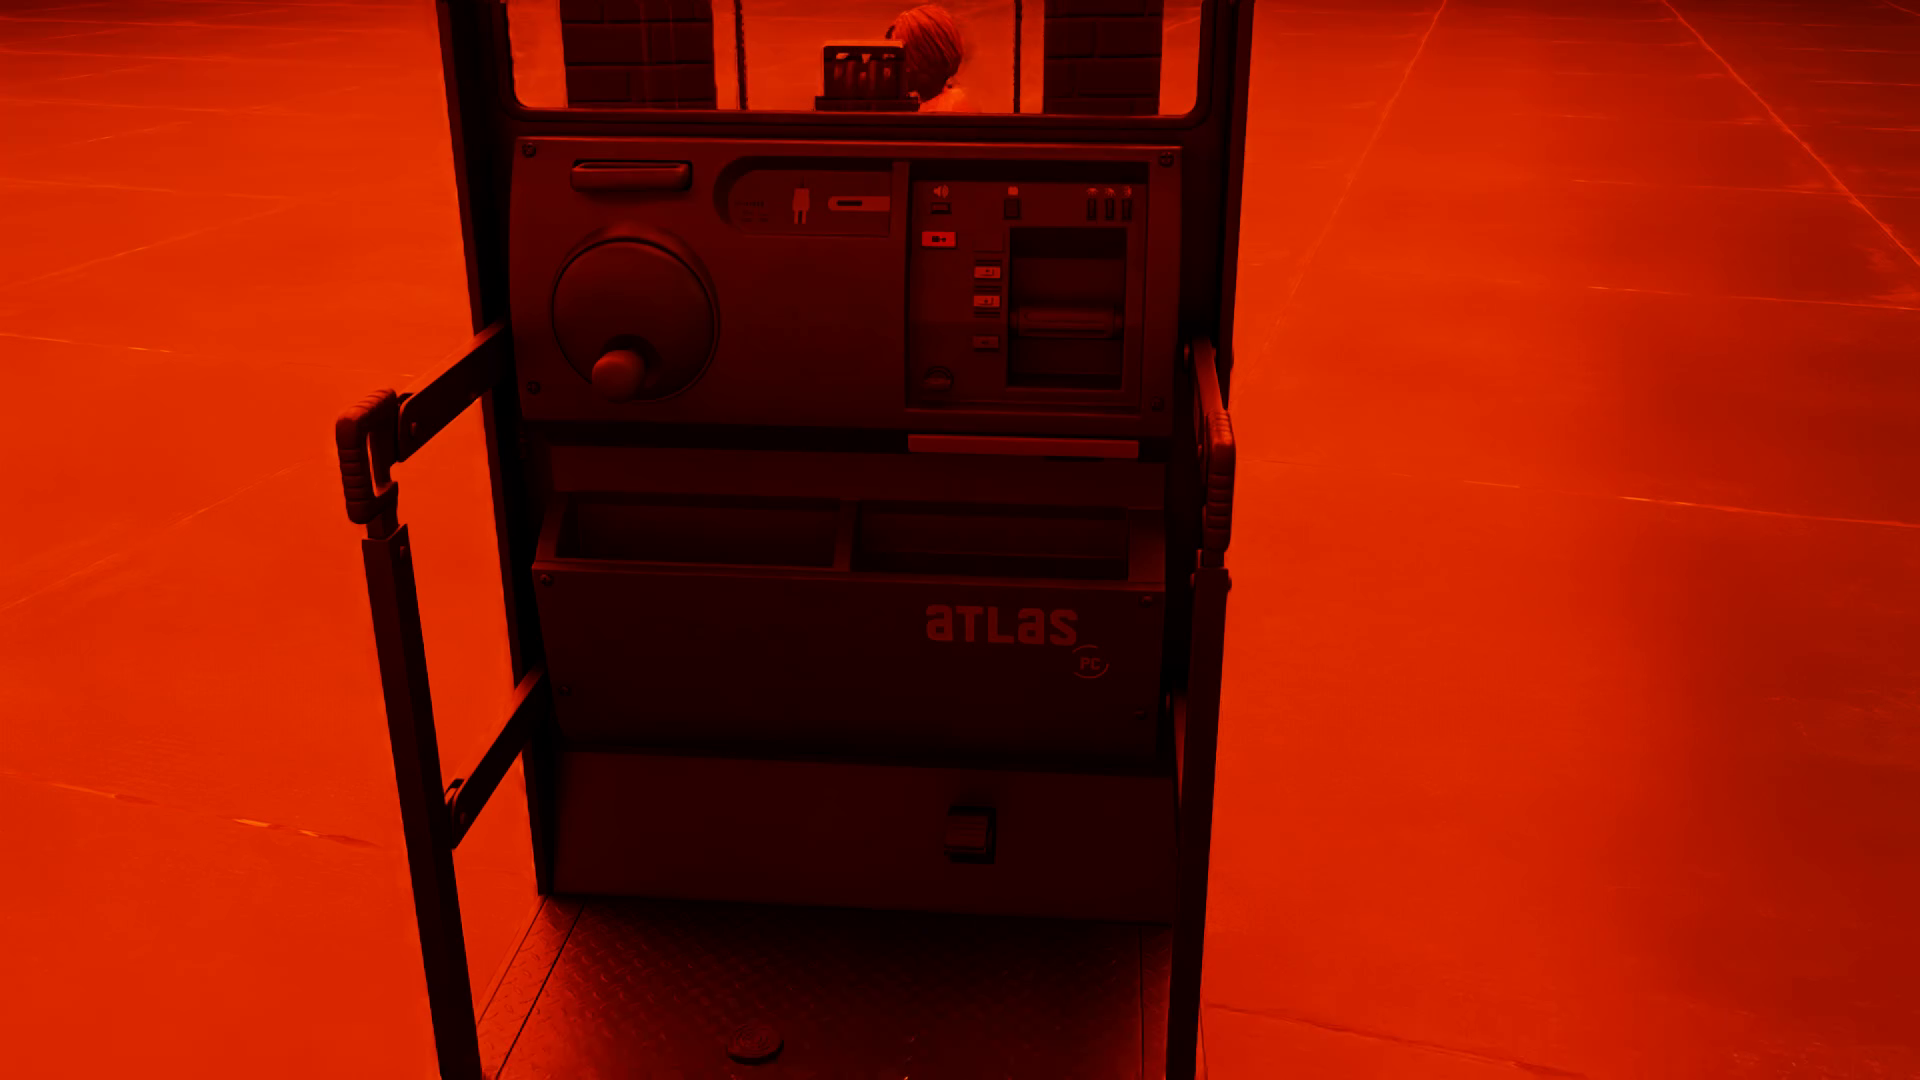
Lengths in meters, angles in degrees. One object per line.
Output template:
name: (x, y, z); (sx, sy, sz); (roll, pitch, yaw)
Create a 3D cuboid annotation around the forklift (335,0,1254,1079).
forklift: (-0.179, -0.340, 2.104); (1.130, 2.935, 3.031); (2, 23, 5)

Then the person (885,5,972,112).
person: (-0.150, -0.726, 4.817); (0.519, 1.578, 0.547); (-1, 22, -2)
